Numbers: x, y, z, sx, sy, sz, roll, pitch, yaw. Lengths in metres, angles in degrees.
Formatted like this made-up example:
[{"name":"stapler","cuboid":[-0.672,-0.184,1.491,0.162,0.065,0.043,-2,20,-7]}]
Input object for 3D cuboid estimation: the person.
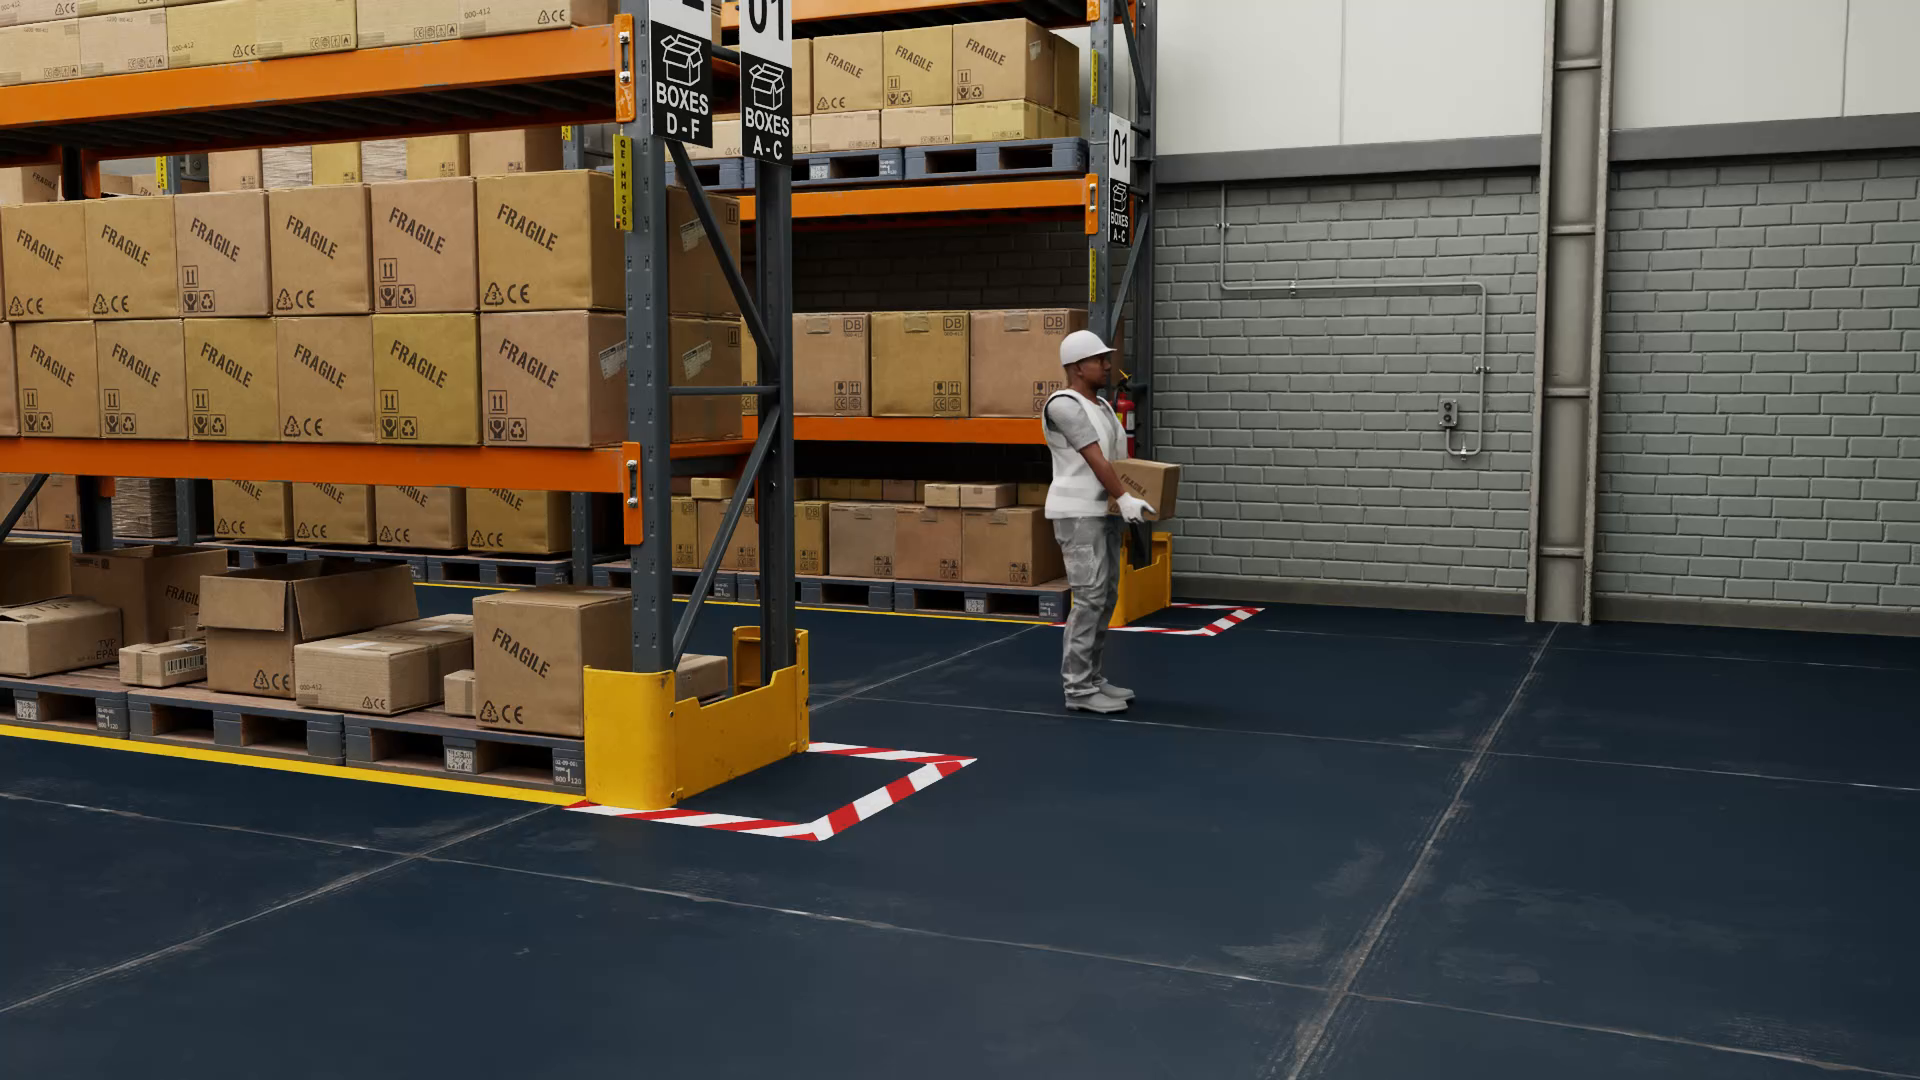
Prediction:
[{"name":"person","cuboid":[0.701,-0.094,7.857,0.564,1.781,0.488,2,6,24]}]
